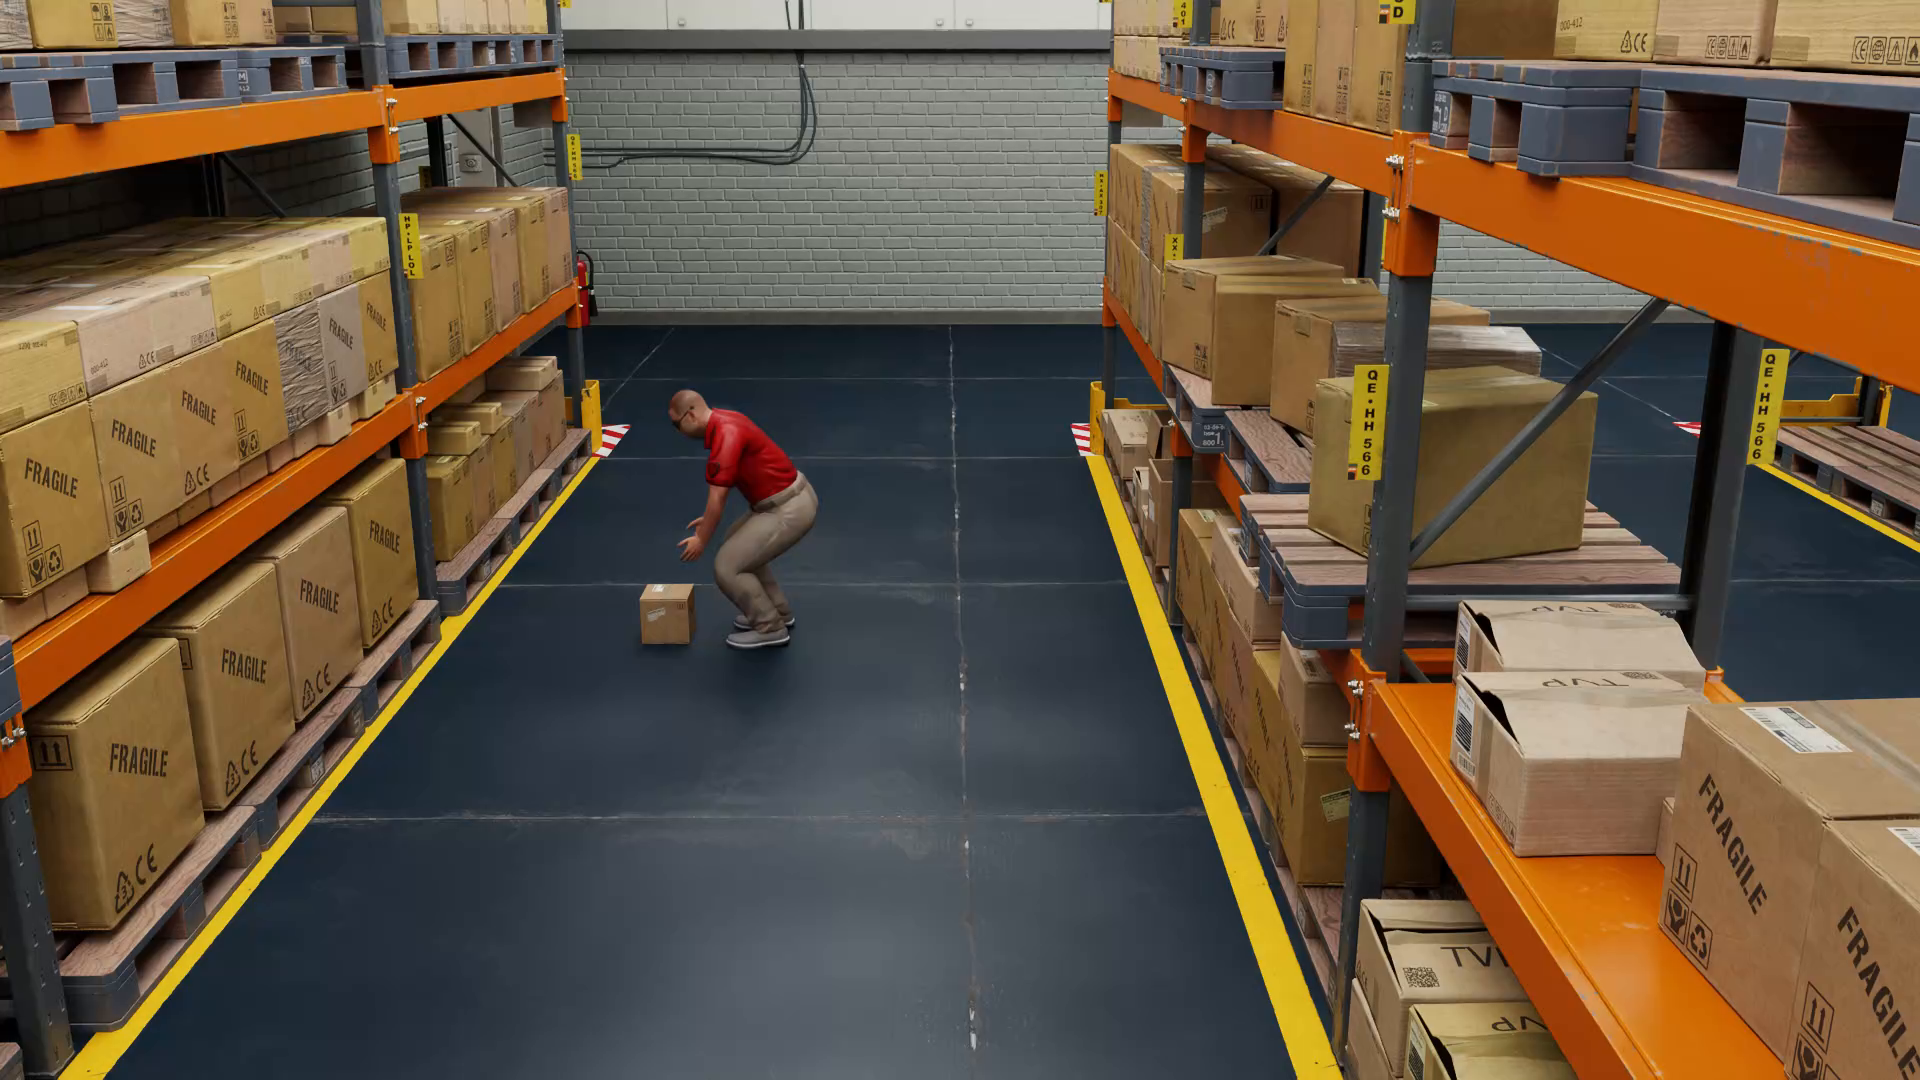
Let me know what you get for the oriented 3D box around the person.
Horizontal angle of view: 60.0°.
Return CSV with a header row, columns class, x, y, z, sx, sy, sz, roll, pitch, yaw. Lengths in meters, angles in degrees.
class,x,y,z,sx,sy,sz,roll,pitch,yaw
person,-1.113,-0.122,8.633,0.741,1.349,0.590,0,17,-1
